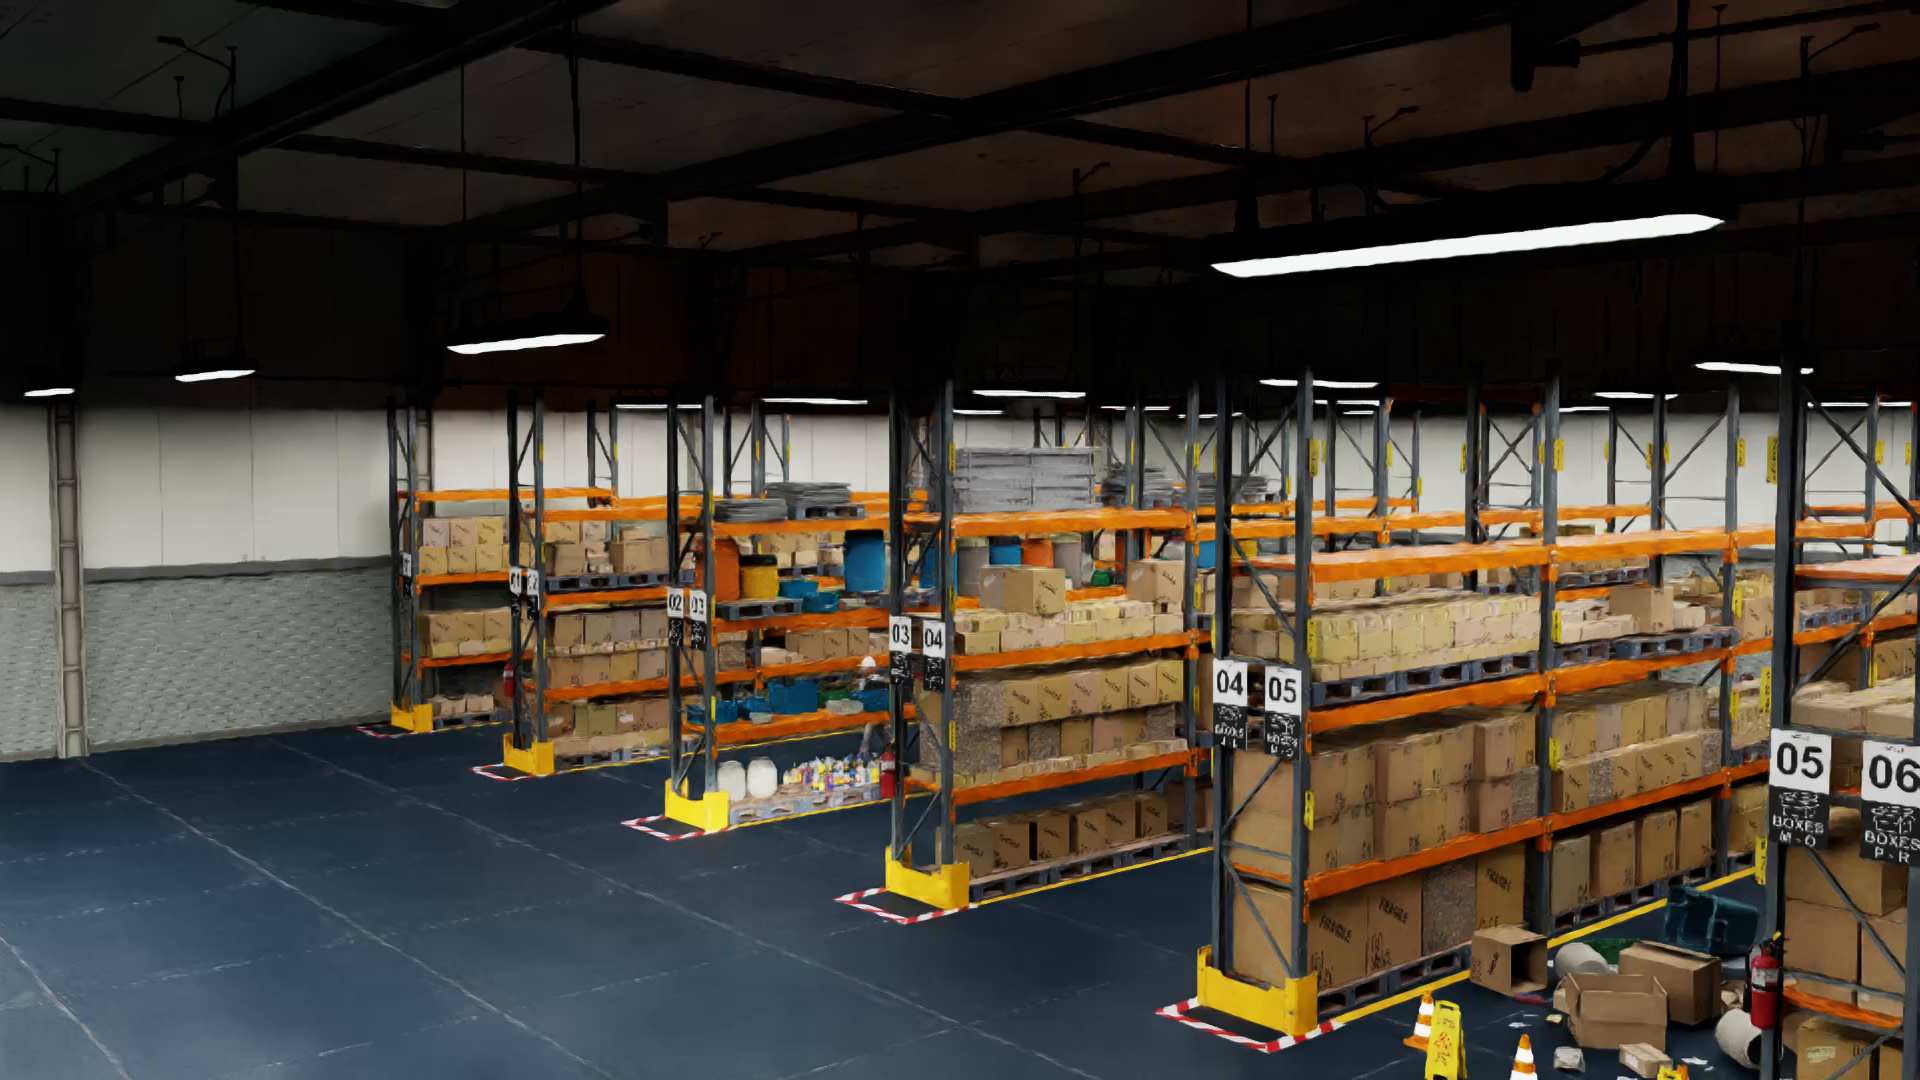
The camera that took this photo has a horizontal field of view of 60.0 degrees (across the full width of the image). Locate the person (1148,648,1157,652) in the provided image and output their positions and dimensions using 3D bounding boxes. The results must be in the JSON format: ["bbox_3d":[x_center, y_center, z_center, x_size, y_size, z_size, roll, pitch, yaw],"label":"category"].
[{"bbox_3d":[3.720,2.516,31.475,1.110,1.590,0.448,-3,4,-38],"label":"person"}]

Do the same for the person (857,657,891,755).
[{"bbox_3d":[-1.439,2.734,26.911,1.115,1.700,0.536,-3,4,-38],"label":"person"}]

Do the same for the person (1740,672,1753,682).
[{"bbox_3d":[12.549,2.862,26.481,0.519,1.526,0.566,-3,5,-43],"label":"person"}]
